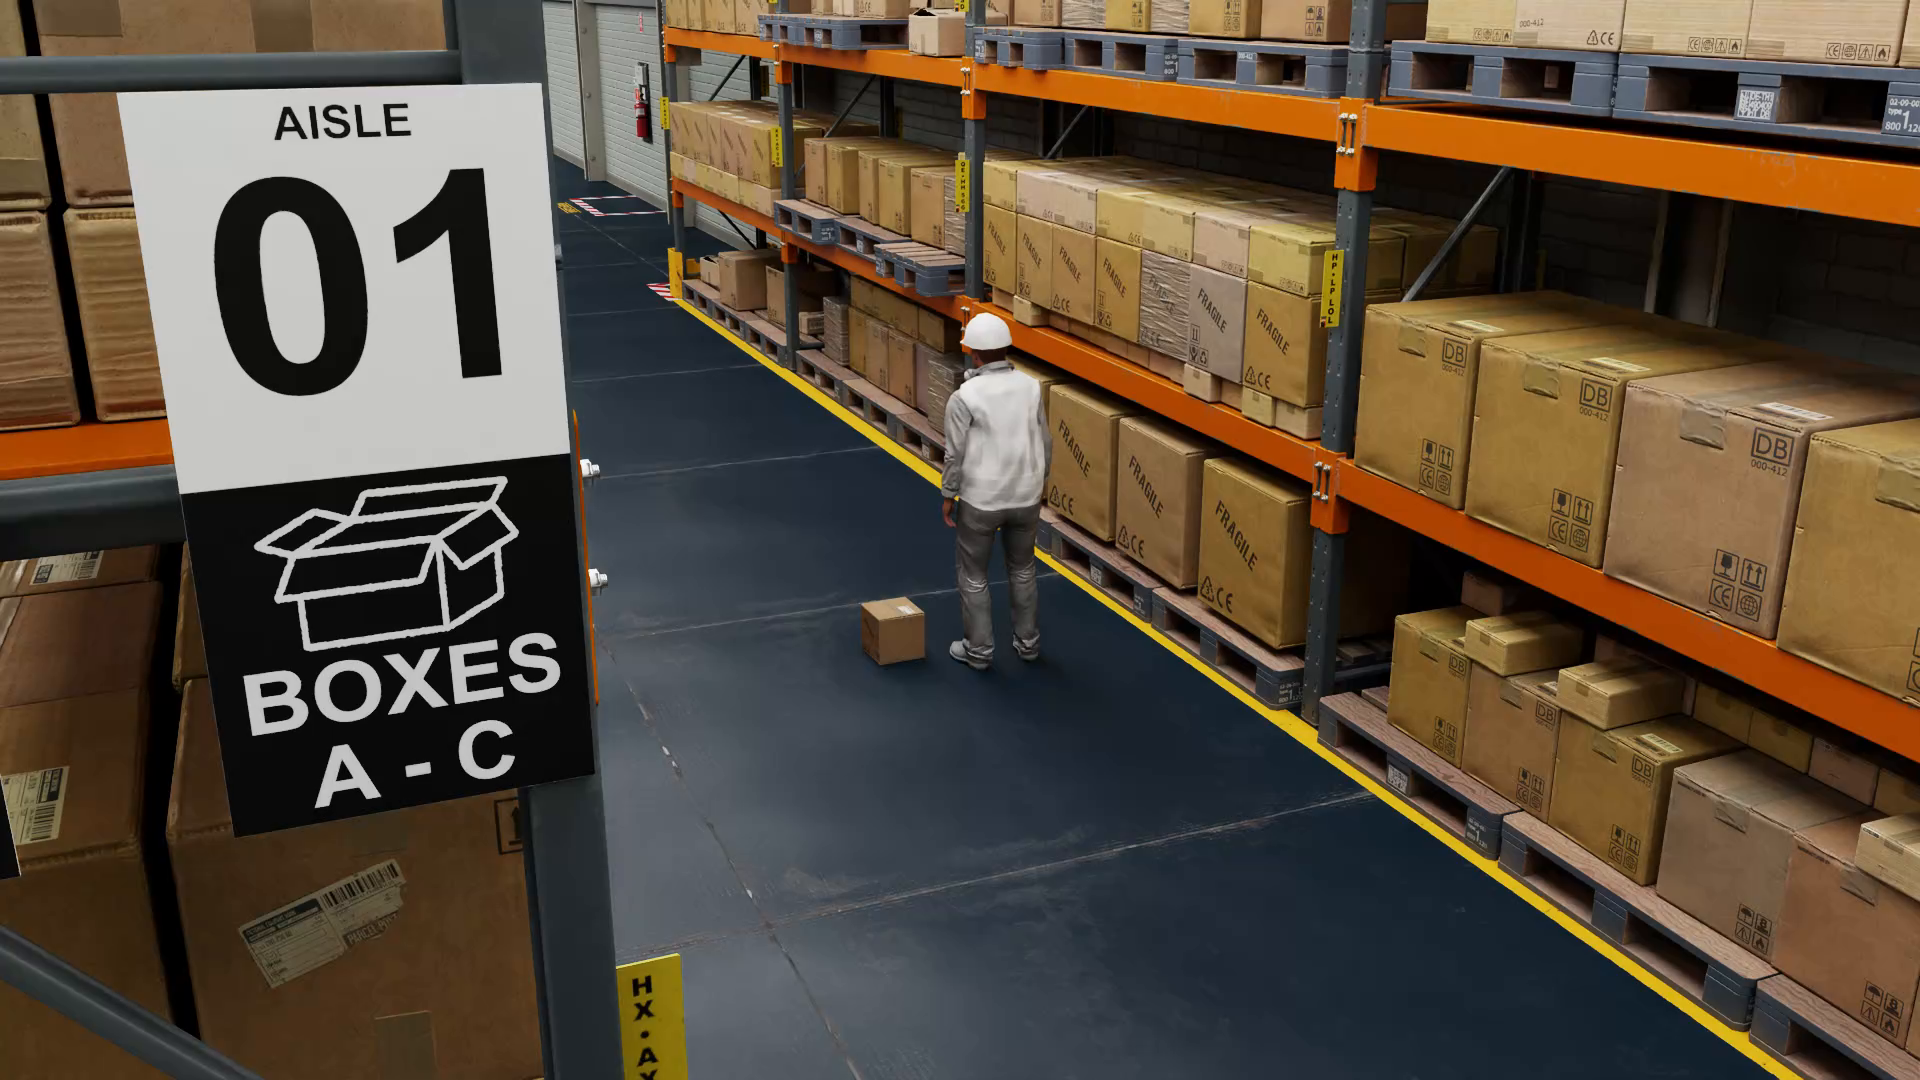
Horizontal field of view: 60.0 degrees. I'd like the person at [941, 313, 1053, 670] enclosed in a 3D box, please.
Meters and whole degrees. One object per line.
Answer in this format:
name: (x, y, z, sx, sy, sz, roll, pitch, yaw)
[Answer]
person: (0.176, -0.231, 8.205, 0.581, 1.771, 0.461, -8, 20, -23)
